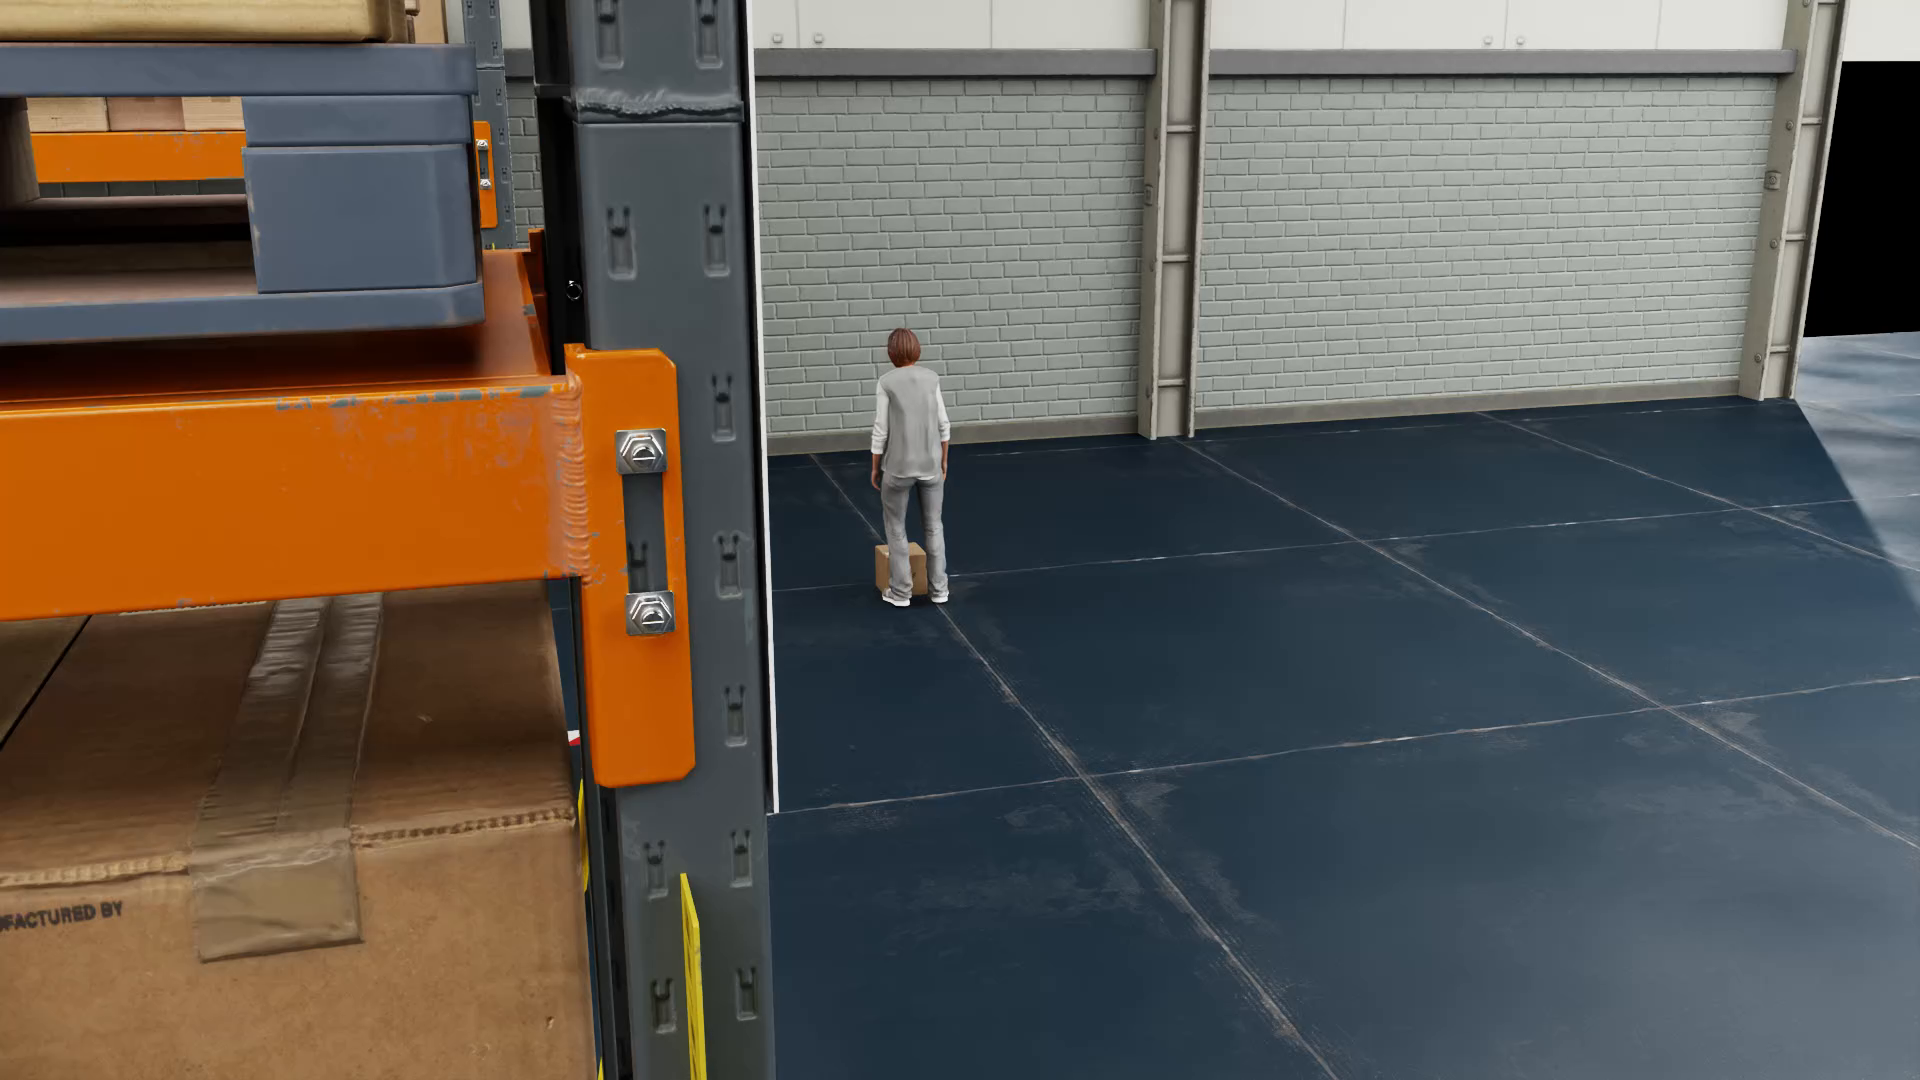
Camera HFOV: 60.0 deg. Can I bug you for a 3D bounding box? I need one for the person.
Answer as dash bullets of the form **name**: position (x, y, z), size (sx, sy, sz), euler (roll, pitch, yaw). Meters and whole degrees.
- **person**: position (-0.275, -0.401, 9.431), size (0.484, 1.592, 0.347), euler (-6, 17, -19)
